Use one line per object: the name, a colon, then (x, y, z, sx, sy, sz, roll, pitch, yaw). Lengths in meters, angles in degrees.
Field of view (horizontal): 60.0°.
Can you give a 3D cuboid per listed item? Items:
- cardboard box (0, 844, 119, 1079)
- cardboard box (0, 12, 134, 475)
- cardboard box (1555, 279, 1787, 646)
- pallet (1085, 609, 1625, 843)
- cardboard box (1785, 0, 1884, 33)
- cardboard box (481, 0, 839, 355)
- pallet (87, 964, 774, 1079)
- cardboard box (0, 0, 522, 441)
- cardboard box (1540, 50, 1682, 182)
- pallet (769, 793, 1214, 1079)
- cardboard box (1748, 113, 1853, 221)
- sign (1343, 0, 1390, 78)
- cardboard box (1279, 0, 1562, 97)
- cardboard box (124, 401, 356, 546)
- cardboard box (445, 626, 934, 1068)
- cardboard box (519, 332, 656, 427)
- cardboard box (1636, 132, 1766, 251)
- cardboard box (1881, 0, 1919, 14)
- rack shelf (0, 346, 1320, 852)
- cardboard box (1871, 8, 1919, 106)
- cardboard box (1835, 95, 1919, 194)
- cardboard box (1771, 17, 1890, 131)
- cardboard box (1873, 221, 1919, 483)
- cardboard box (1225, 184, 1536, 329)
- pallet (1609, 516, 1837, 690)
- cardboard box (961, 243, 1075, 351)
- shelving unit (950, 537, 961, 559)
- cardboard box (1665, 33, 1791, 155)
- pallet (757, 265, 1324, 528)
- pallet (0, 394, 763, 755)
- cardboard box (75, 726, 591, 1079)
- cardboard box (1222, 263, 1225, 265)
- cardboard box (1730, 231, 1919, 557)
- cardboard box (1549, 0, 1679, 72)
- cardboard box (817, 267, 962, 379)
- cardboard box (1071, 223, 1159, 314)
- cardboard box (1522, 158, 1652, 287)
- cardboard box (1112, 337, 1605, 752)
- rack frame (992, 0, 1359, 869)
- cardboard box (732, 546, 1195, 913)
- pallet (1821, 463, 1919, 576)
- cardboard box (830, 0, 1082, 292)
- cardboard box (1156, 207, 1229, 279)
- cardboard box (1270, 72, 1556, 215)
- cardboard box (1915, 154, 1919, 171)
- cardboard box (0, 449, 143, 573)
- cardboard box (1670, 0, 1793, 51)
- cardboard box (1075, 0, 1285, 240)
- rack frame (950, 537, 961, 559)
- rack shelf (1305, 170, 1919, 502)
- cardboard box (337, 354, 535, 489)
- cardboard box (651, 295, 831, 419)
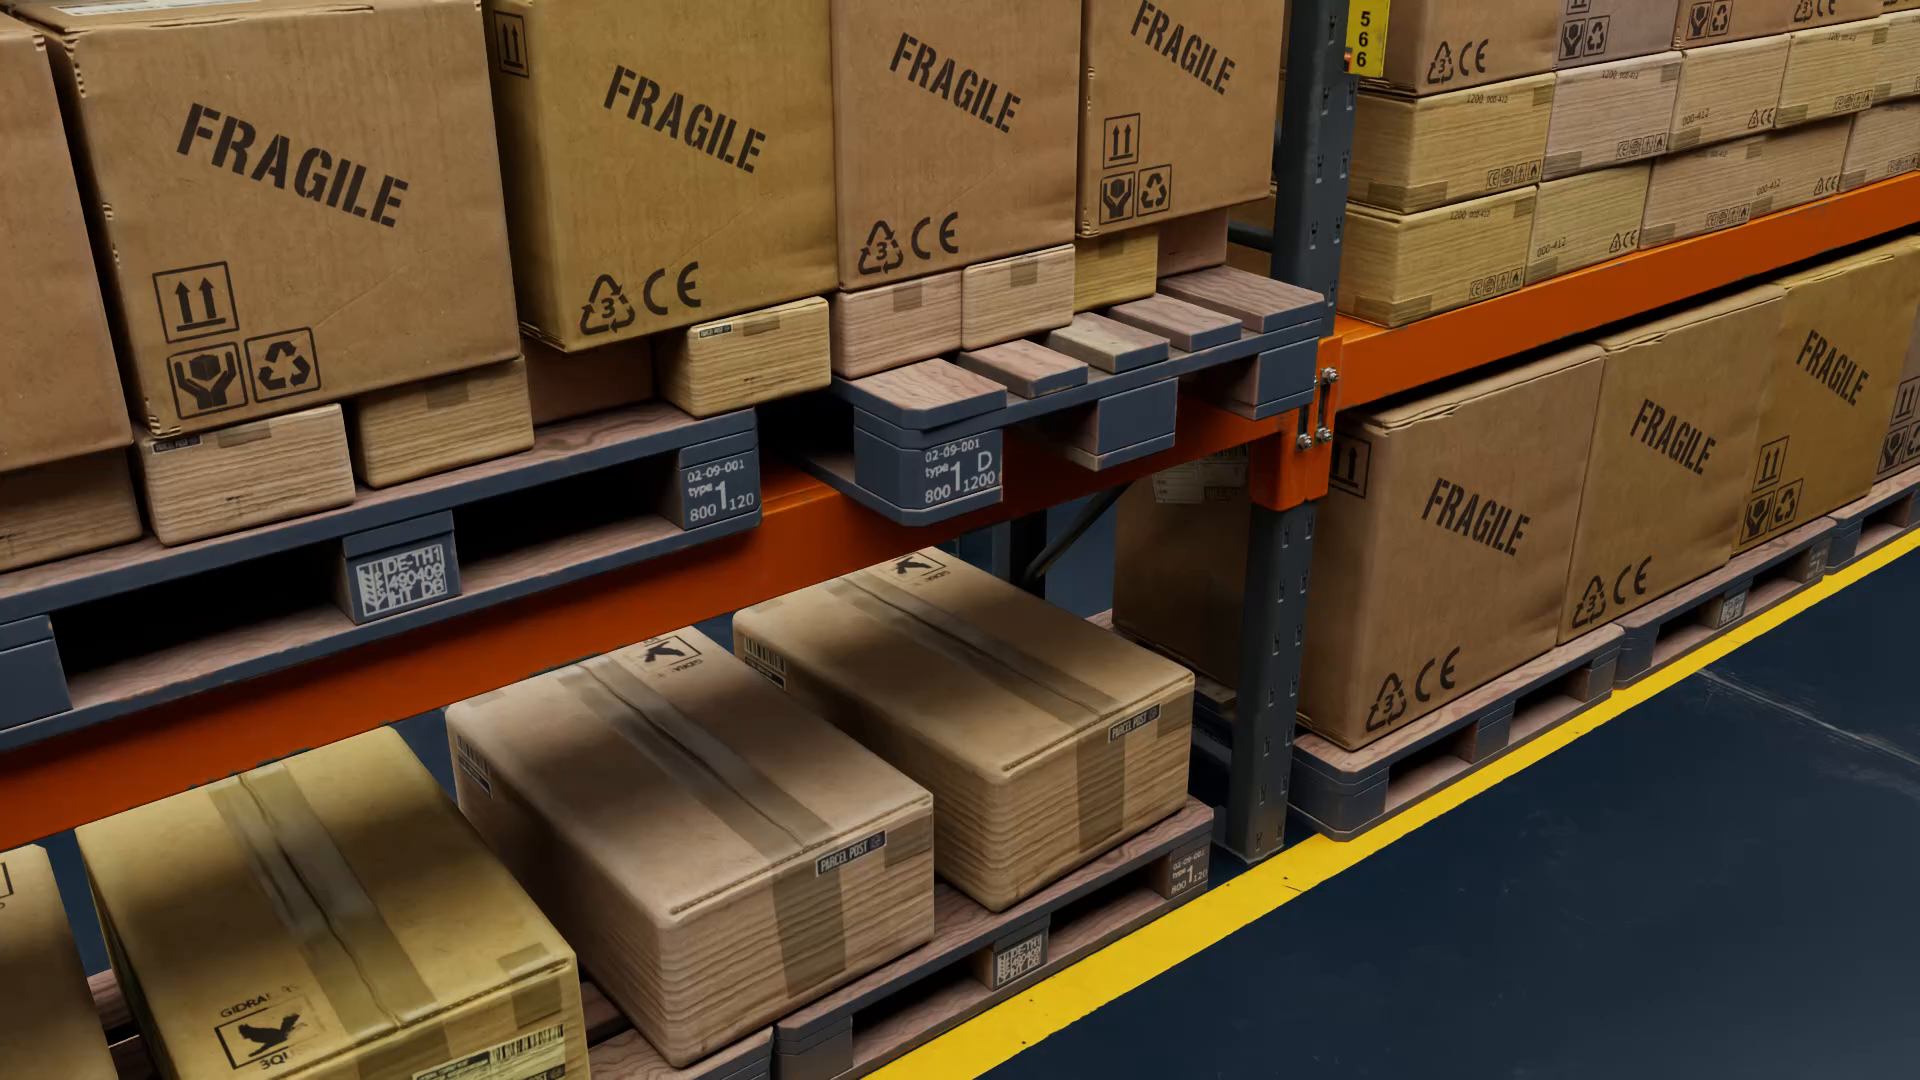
cardboard box: (-1.731, 0.971, 2.718, 0.625, 0.372, 0.950, -16, 29, -31)
cardboard box: (-1.369, -0.358, 1.987, 0.500, 0.500, 0.500, -18, 31, -34)
cardboard box: (1.741, -0.354, 4.975, 0.875, 0.875, 0.875, -18, 30, -33)
pallet: (1.109, 0.340, 4.767, 1.213, 0.211, 1.003, -18, 31, -34)
cardboard box: (2.181, -1.682, 4.505, 0.500, 0.500, 0.500, -18, 30, -33)
cardboard box: (-0.541, -0.636, 2.587, 0.500, 0.500, 0.500, -21, 32, -37)
pallet: (-1.133, 1.037, 3.264, 1.213, 0.211, 1.003, -18, 31, -34)
cardboard box: (-0.971, -0.495, 2.282, 0.500, 0.500, 0.500, -20, 31, -36)
cardboard box: (1.400, -1.088, 4.114, 0.500, 0.250, 0.500, -17, 30, -33)
pallet: (-0.174, 0.722, 3.943, 1.213, 0.211, 1.003, -18, 31, -34)
cardboard box: (2.178, -1.124, 4.786, 0.500, 0.250, 0.500, -18, 31, -34)
sign: (0.784, -1.057, 3.183, 0.005, 0.325, 0.100, -18, 31, -34)
cardboard box: (0.981, -1.291, 3.662, 0.500, 0.500, 0.500, -19, 31, -36)
cardboard box: (-1.033, -0.151, 2.311, 0.250, 0.149, 0.380, -17, 30, -32)
cardboard box: (-0.585, 0.594, 3.529, 0.625, 0.372, 0.950, -19, 31, -35)
cardboard box: (-0.694, -0.322, 2.681, 0.250, 0.149, 0.380, -18, 30, -34)
cardboard box: (1.792, -0.994, 4.508, 0.500, 0.250, 0.500, -17, 30, -32)
cardboard box: (2.579, -1.822, 4.806, 0.500, 0.500, 0.500, -17, 30, -33)
rack shelf: (-1.132, 0.101, 2.824, 4.000, 0.370, 1.077, -18, 31, -34)
cardboard box: (2.600, -1.479, 4.958, 0.500, 0.250, 0.500, -17, 30, -33)
cardboard box: (2.582, -1.259, 5.079, 0.500, 0.250, 0.500, -19, 31, -35)
cardboard box: (2.207, -1.340, 4.659, 0.500, 0.250, 0.500, -18, 30, -33)
cardboard box: (3.151, -0.823, 5.986, 0.875, 0.875, 0.875, -17, 30, -32)
cardboard box: (0.982, -0.721, 3.918, 0.500, 0.250, 0.500, -19, 31, -35)
pallet: (2.068, 0.025, 5.446, 1.213, 0.211, 1.003, -18, 31, -34)
cardboard box: (-0.008, -0.485, 3.031, 0.250, 0.149, 0.380, -19, 31, -34)
shelving unit: (0.006, -0.410, 5.565, 0.210, 0.900, 0.258, -18, 31, -34)
cardboard box: (1.800, -1.213, 4.385, 0.500, 0.250, 0.500, -18, 31, -34)
pallet: (-0.053, -0.438, 3.358, 1.003, 0.211, 1.213, -18, 31, -34)
pallet: (-1.091, -0.130, 2.695, 1.213, 0.211, 1.003, -18, 31, -34)
cardboard box: (-1.185, 0.789, 3.109, 0.625, 0.372, 0.950, -17, 30, -32)
cardboard box: (0.679, -0.894, 4.292, 0.500, 0.250, 0.500, -20, 31, -36)
cardboard box: (2.445, -0.586, 5.475, 0.875, 0.875, 0.875, -17, 30, -33)
cardboard box: (1.365, -1.423, 3.947, 0.500, 0.500, 0.500, -18, 30, -34)
cardboard box: (-0.211, -0.422, 2.895, 0.250, 0.149, 0.380, -20, 32, -36)
cardboard box: (0.163, -0.565, 3.204, 0.250, 0.149, 0.380, -18, 30, -33)
cardboard box: (1.375, -0.860, 4.218, 0.500, 0.250, 0.500, -19, 31, -35)
cardboard box: (1.037, -0.124, 4.478, 0.875, 0.875, 0.875, -19, 31, -34)
rack frame: (0.442, -0.745, 3.792, 0.127, 3.000, 1.000, -18, 31, -34)
cardboard box: (-0.009, 0.400, 3.948, 0.625, 0.372, 0.950, -21, 32, -37)
pallet: (3.029, -0.294, 6.132, 1.213, 0.211, 1.003, -18, 31, -34)
cardboard box: (-0.144, -0.768, 2.870, 0.500, 0.500, 0.500, -19, 31, -35)
cardboard box: (0.329, -0.658, 3.405, 0.250, 0.149, 0.380, -17, 30, -32)
cardboard box: (0.993, -0.954, 3.826, 0.500, 0.250, 0.500, -19, 31, -34)
cardboard box: (2.990, -1.384, 5.347, 0.500, 0.250, 0.500, -19, 31, -35)
cardboard box: (-1.274, -0.099, 2.200, 0.250, 0.149, 0.380, -18, 30, -34)
cardboard box: (1.782, -1.552, 4.225, 0.500, 0.500, 0.500, -17, 30, -33)
cardboard box: (0.256, -0.906, 3.167, 0.500, 0.500, 0.500, -19, 31, -35)
rack frame: (-0.074, -0.384, 5.508, 0.006, 0.900, 0.240, -18, 31, -34)
rack shelf: (2.016, -0.938, 5.063, 4.000, 0.370, 1.077, -18, 31, -34)
cardboard box: (-0.841, -0.230, 2.481, 0.250, 0.149, 0.380, -19, 31, -36)
cardboard box: (-0.419, -0.346, 2.731, 0.250, 0.149, 0.380, -18, 30, -33)
